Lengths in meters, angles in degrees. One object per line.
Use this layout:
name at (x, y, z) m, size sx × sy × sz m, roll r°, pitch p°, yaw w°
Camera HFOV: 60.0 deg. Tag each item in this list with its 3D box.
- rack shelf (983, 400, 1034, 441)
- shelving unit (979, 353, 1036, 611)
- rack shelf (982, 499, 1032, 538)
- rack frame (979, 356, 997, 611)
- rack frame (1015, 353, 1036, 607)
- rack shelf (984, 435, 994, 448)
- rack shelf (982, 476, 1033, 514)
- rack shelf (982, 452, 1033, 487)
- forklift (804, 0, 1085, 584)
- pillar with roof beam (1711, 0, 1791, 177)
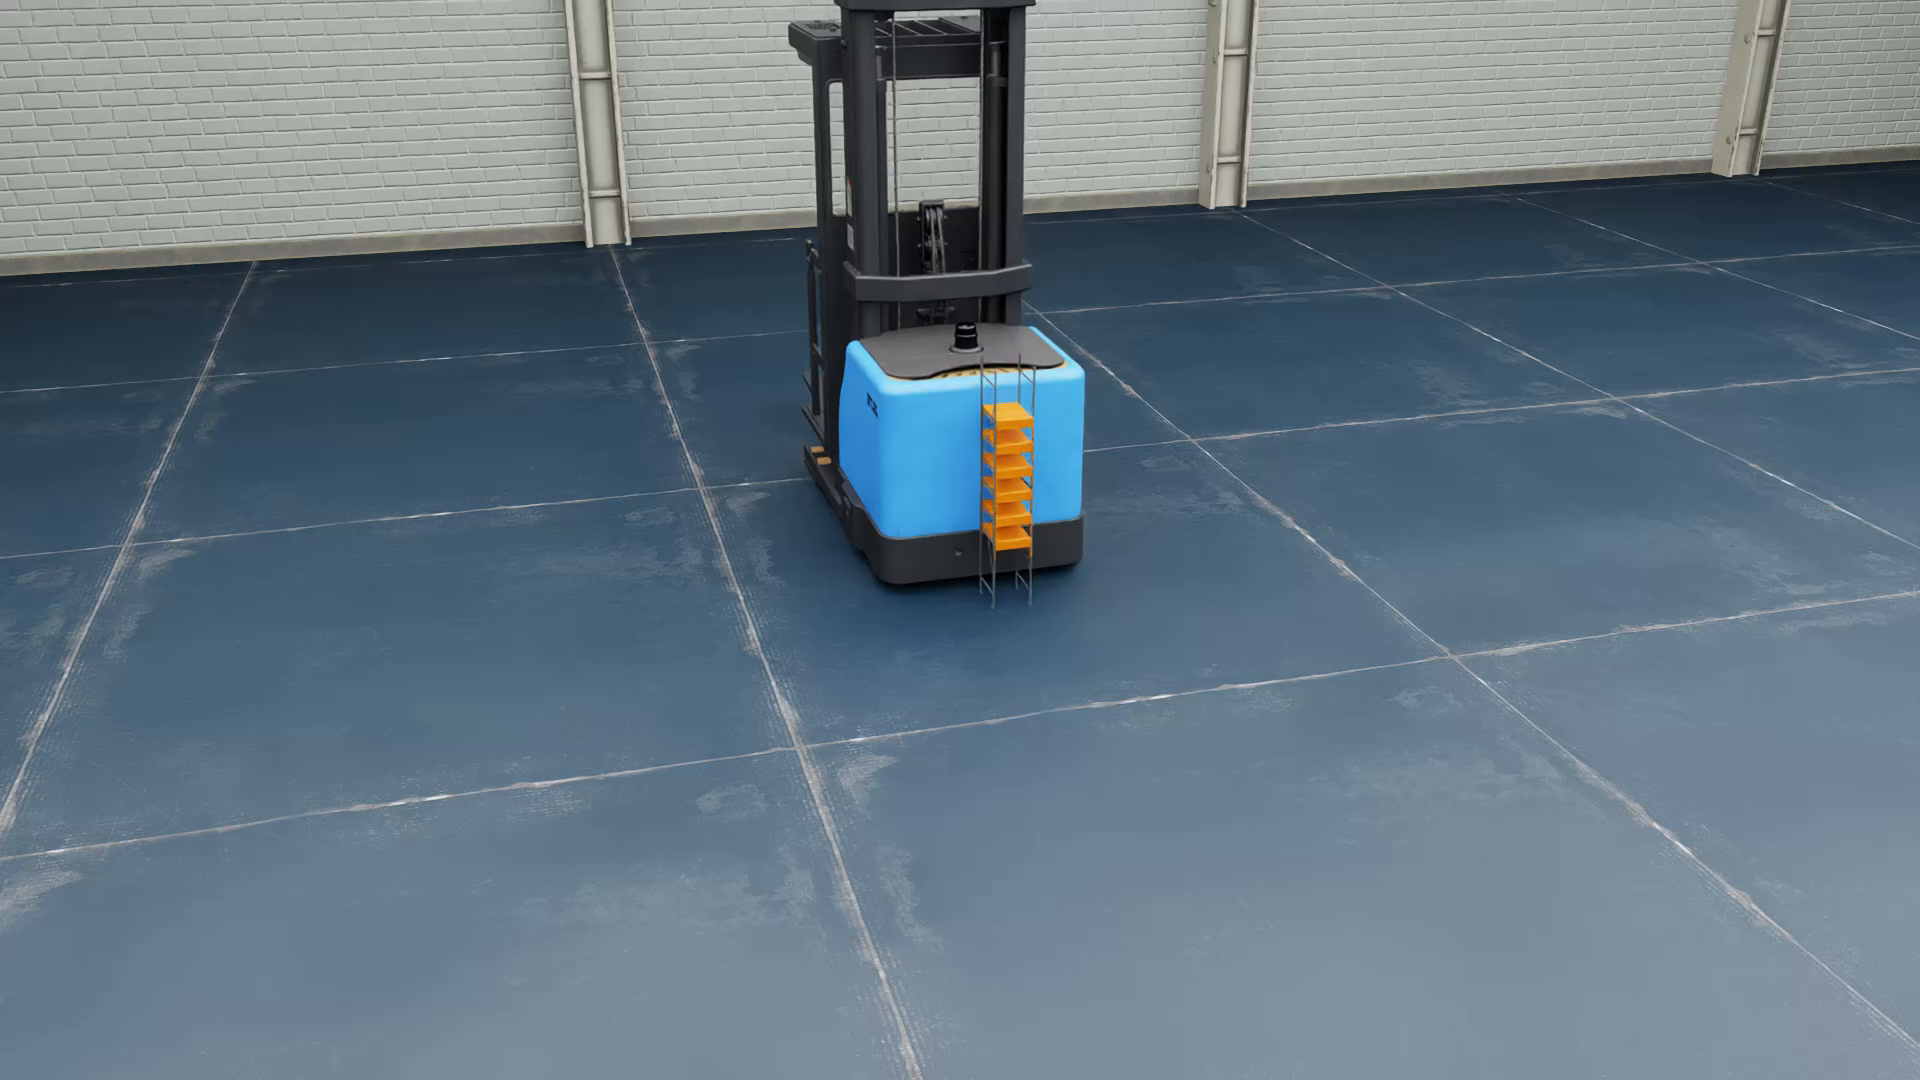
rack shelf at (0.219, -0.555, 7.722) m, size 0.180 × 0.103 × 0.258 m, roll -6°, pitch 24°, yaw -14°
shelving unit at (0.219, -0.265, 7.847) m, size 0.189 × 1.200 × 0.258 m, roll -6°, pitch 24°, yaw -14°
rack shelf at (0.219, -0.114, 7.912) m, size 0.180 × 0.103 × 0.258 m, roll -6°, pitch 24°, yaw -14°
rack frame at (0.131, -0.256, 7.824) m, size 0.006 × 1.200 × 0.240 m, roll -6°, pitch 24°, yaw -14°
rack frame at (0.307, -0.275, 7.869) m, size 0.006 × 1.200 × 0.240 m, roll -6°, pitch 24°, yaw -14°
rack shelf at (0.219, -0.463, 7.761) m, size 0.166 × 0.020 × 0.199 m, roll -6°, pitch 24°, yaw -14°
rack shelf at (0.219, -0.225, 7.864) m, size 0.180 × 0.103 × 0.258 m, roll -6°, pitch 24°, yaw -14°
rack shelf at (0.219, -0.335, 7.817) m, size 0.180 × 0.103 × 0.258 m, roll -6°, pitch 24°, yaw -14°
forklift at (-0.274, -1.687, 8.965) m, size 1.130 × 2.935 × 3.031 m, roll -6°, pitch 24°, yaw -14°
pillar with roof beam at (9.537, -6.469, 12.413) m, size 0.400 × 9.000 × 9.100 m, roll -6°, pitch 24°, yaw -14°
